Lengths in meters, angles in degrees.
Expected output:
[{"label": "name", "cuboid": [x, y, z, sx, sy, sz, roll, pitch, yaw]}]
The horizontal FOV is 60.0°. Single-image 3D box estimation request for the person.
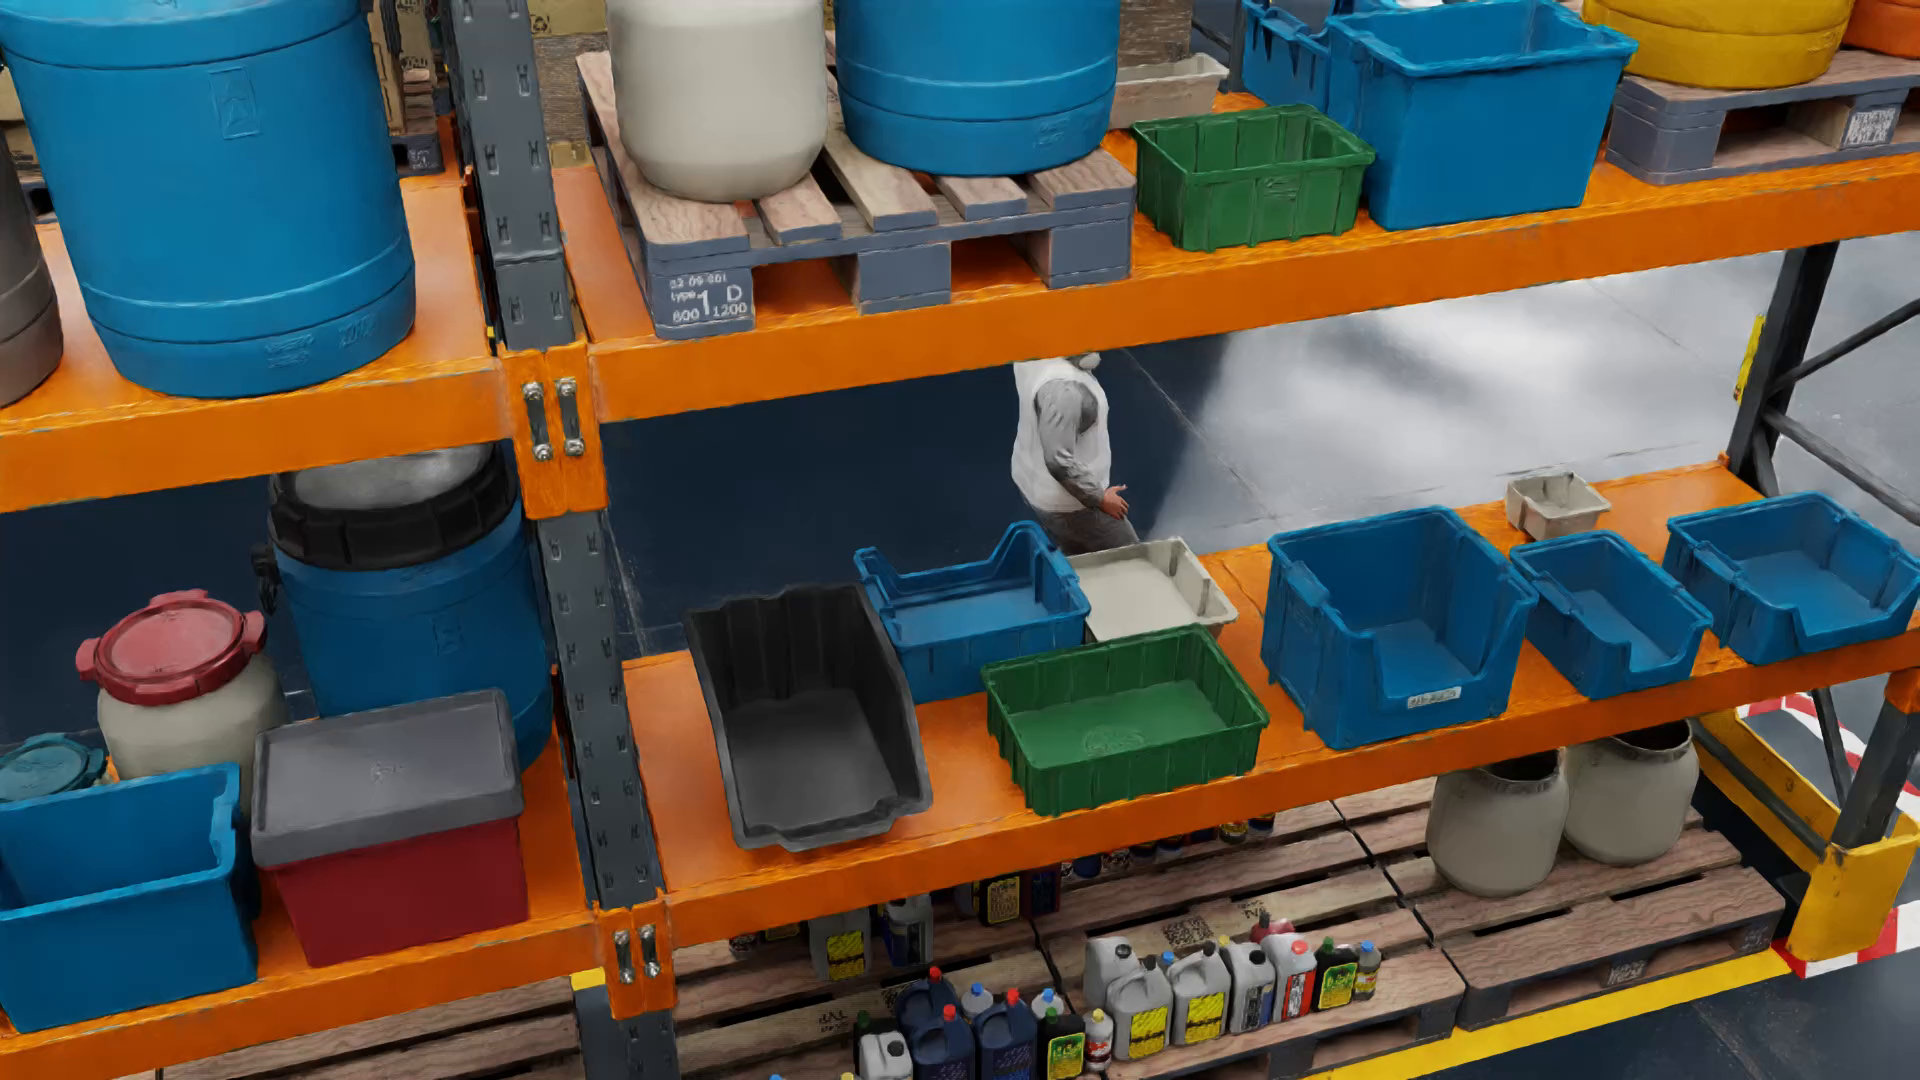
[{"label": "person", "cuboid": [0.454, -0.248, 6.518, 0.504, 1.747, 0.716, -11, 35, -16]}]
